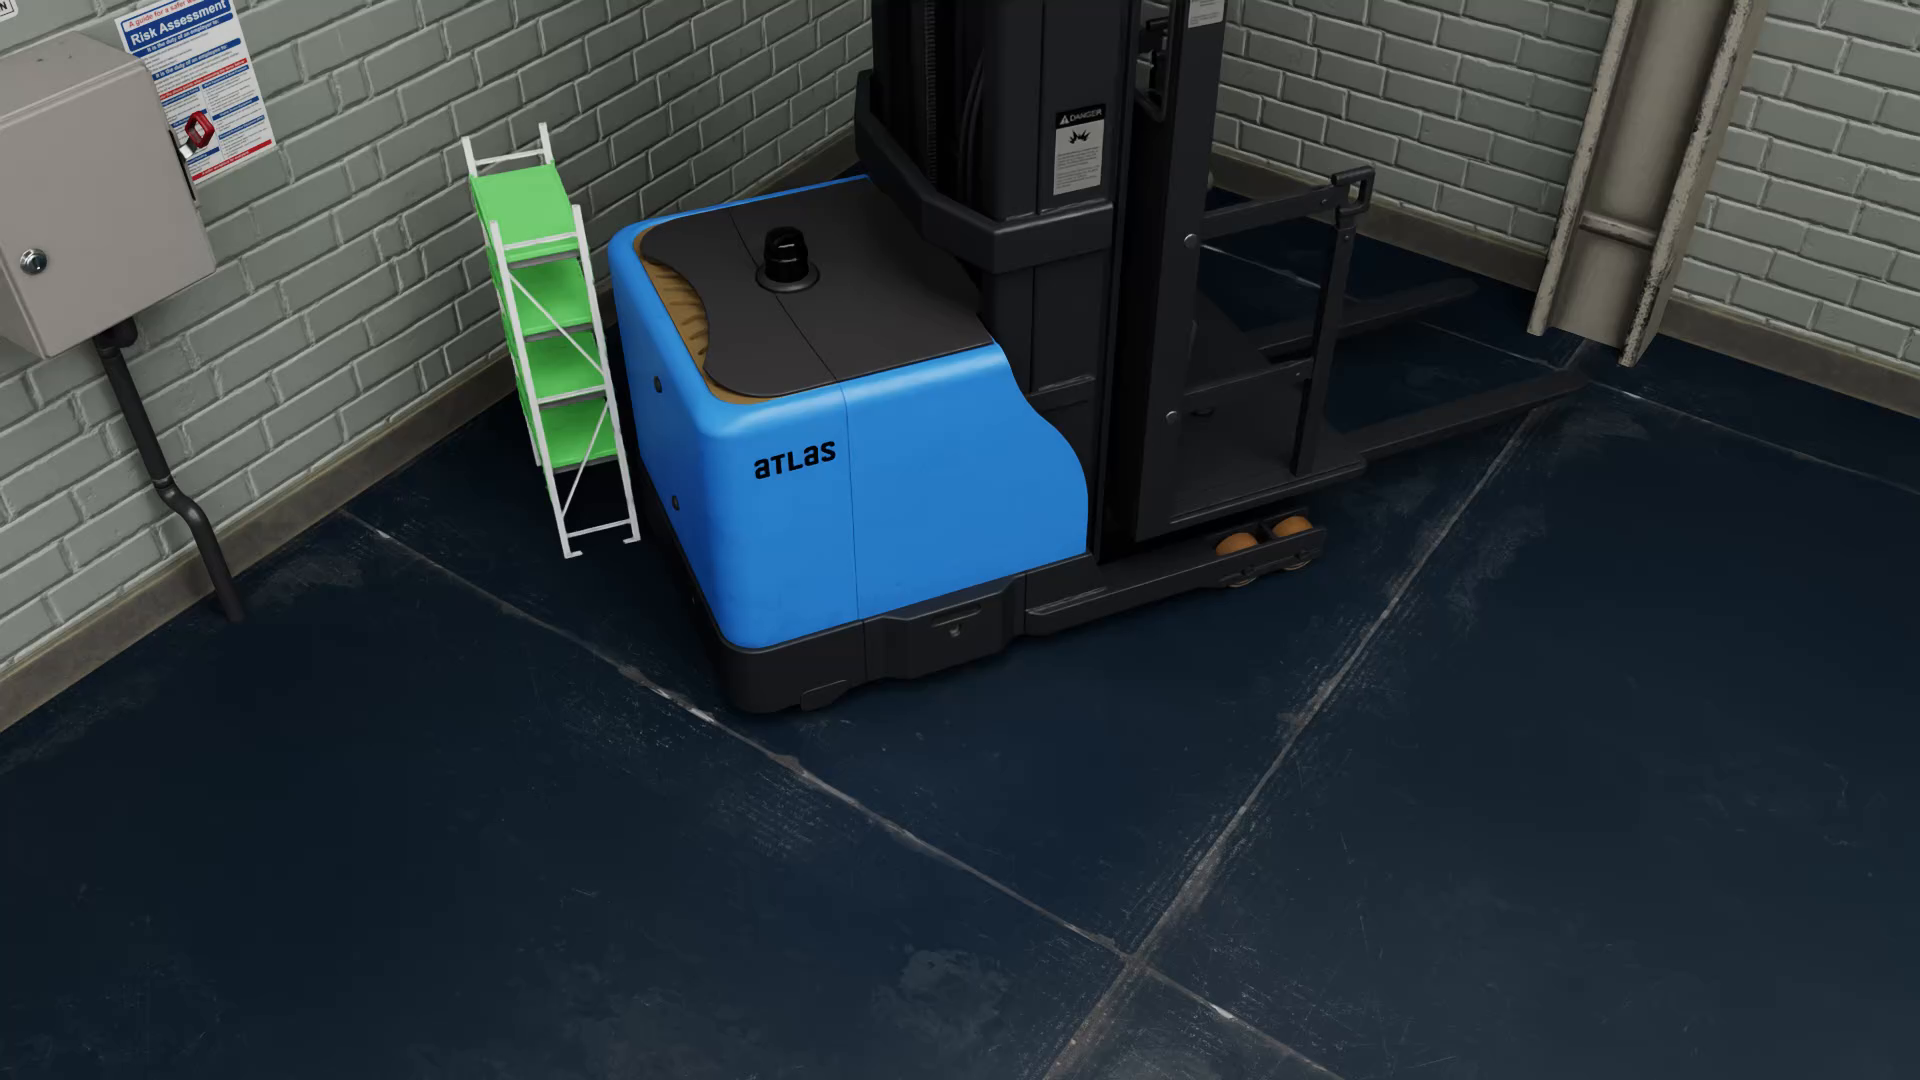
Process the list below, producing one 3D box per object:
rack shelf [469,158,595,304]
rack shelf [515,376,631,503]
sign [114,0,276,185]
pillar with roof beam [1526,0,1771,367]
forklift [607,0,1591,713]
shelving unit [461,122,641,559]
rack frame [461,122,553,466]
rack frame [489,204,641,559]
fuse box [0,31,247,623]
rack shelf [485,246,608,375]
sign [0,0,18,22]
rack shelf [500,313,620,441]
[{"bbox_3d":[-1.216,-0.882,4.710,0.258,0.148,0.480,-15,44,-15],"label":"rack shelf"},{"bbox_3d":[-1.211,-0.347,5.192,0.258,0.148,0.480,-15,44,-15],"label":"rack shelf"},{"bbox_3d":[-2.020,-1.207,4.420,0.001,0.494,0.329,25,48,25],"label":"sign"},{"bbox_3d":[-0.145,-1.777,0.488,0.400,9.000,9.100,25,48,25],"label":"pillar with roof beam"},{"bbox_3d":[0.572,-1.257,4.457,3.031,2.935,1.130,-16,44,-17],"label":"forklift"},{"bbox_3d":[-1.213,-0.573,4.988,0.258,1.200,0.503,-15,44,-15],"label":"shelving unit"},{"bbox_3d":[-1.300,-0.724,5.158,0.240,1.200,0.015,-15,44,-15],"label":"rack frame"},{"bbox_3d":[-1.126,-0.421,4.819,0.240,1.200,0.015,-15,44,-15],"label":"rack frame"},{"bbox_3d":[-2.134,-0.413,4.428,0.414,1.711,0.539,25,48,25],"label":"fuse box"},{"bbox_3d":[-1.214,-0.703,4.871,0.258,0.148,0.480,-15,44,-15],"label":"rack shelf"},{"bbox_3d":[-2.336,-1.250,3.778,0.001,0.242,0.339,25,48,25],"label":"sign"},{"bbox_3d":[-1.212,-0.525,5.031,0.258,0.148,0.480,-15,44,-15],"label":"rack shelf"}]
